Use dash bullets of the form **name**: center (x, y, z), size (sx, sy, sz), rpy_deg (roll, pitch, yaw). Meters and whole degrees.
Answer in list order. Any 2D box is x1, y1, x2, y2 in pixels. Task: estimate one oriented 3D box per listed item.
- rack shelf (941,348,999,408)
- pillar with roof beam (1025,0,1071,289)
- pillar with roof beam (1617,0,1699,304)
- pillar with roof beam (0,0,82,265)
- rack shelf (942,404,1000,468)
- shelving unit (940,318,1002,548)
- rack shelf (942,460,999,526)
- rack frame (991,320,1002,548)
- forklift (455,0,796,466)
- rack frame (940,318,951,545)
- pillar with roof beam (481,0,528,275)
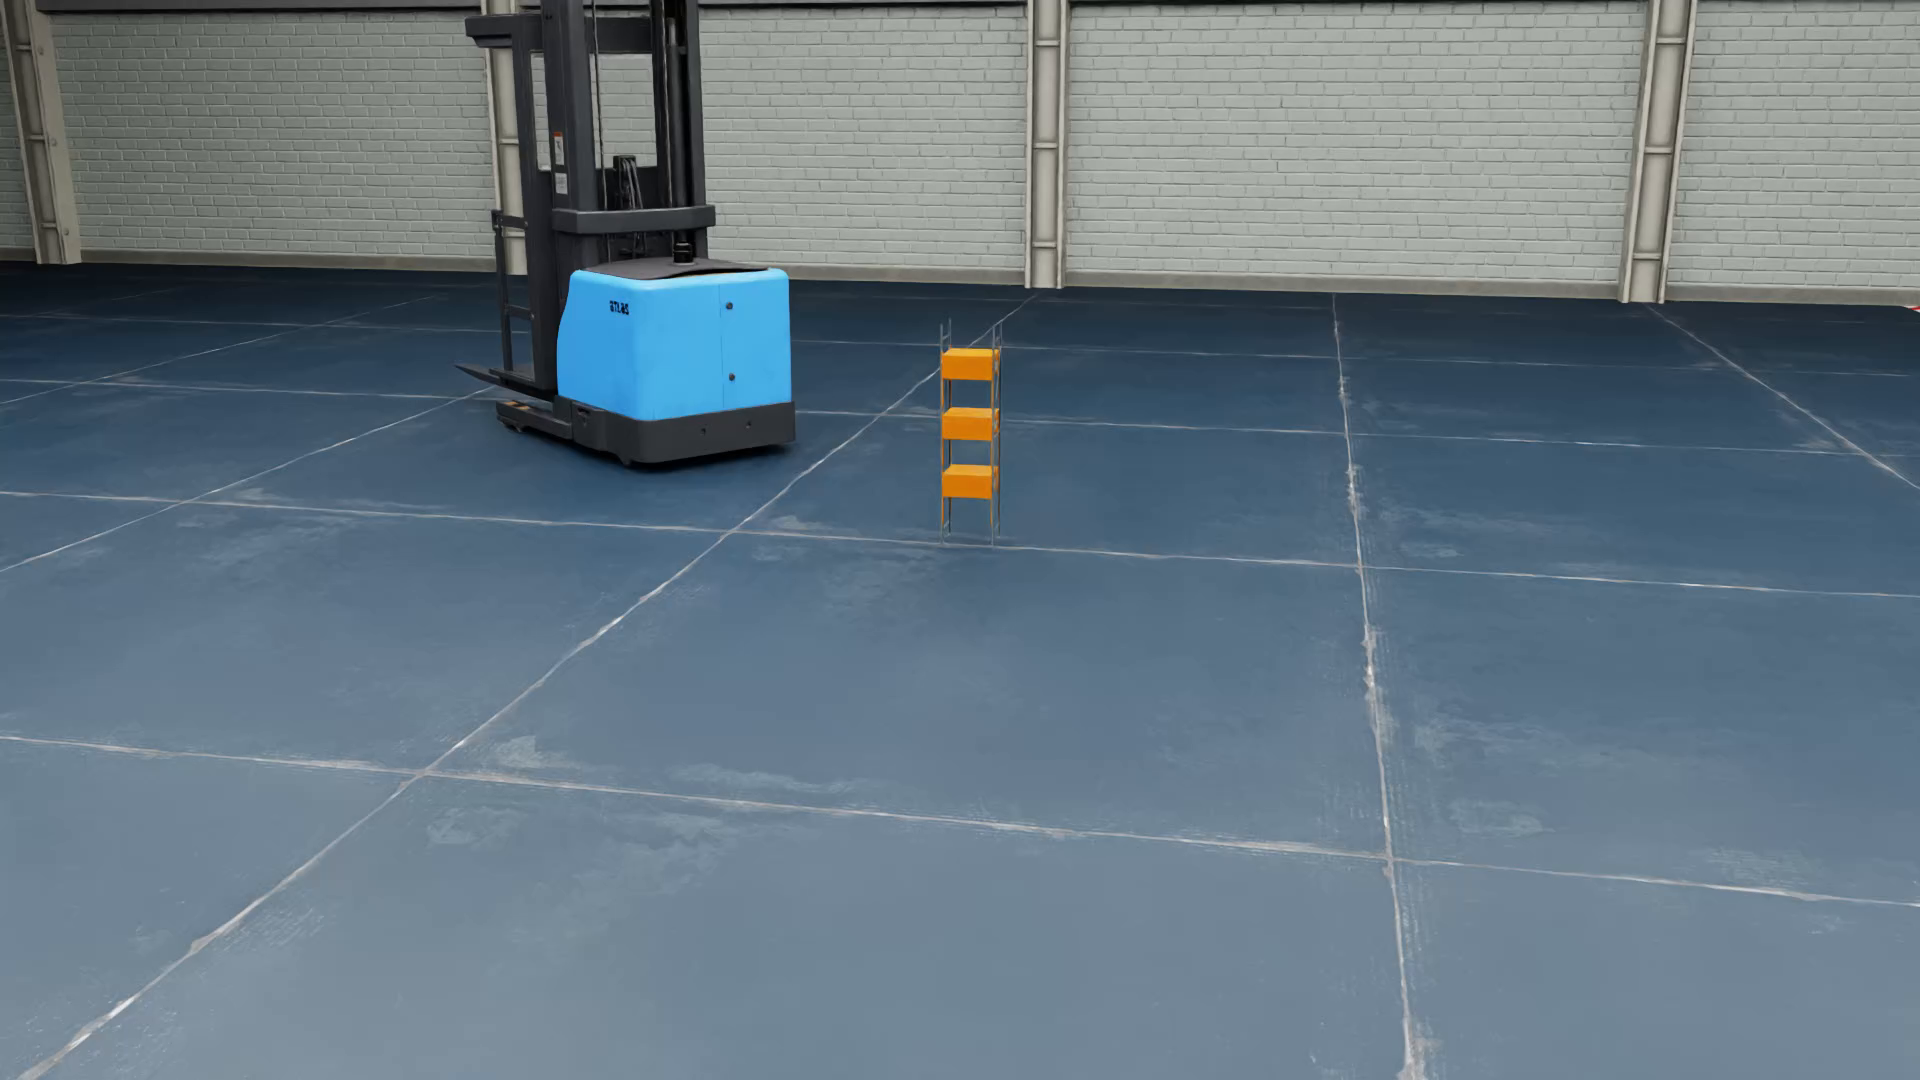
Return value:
- **rack shelf**: center (0.052, -0.766, 7.769), size (0.240, 0.259, 0.215), rpy_deg (3, 16, 11)
- **pillar with roof beam**: center (0.052, -5.914, 12.484), size (0.400, 9.000, 9.100), rpy_deg (3, 16, 11)
- **pillar with roof beam**: center (5.932, -5.595, 11.332), size (0.400, 9.000, 9.100), rpy_deg (3, 16, 11)
- **pillar with roof beam**: center (-11.707, -6.552, 14.789), size (0.400, 9.000, 9.100), rpy_deg (3, 16, 11)
- **rack shelf**: center (0.052, -0.493, 7.844), size (0.240, 0.259, 0.215), rpy_deg (3, 16, 11)
- **shelving unit**: center (0.052, -0.503, 7.842), size (0.252, 1.050, 0.215), rpy_deg (3, 16, 11)
- **rack shelf**: center (0.052, -0.225, 7.919), size (0.240, 0.259, 0.215), rpy_deg (3, 16, 11)
- **rack frame**: center (0.172, -0.497, 7.818), size (0.008, 1.050, 0.200), rpy_deg (3, 16, 11)
- **forklift**: center (-2.298, -2.163, 10.309), size (1.130, 2.935, 3.031), rpy_deg (-12, 20, -38)
- **rack frame**: center (-0.067, -0.510, 7.865), size (0.008, 1.050, 0.200), rpy_deg (3, 16, 11)
- **pillar with roof beam**: center (-5.827, -6.233, 13.637), size (0.400, 9.000, 9.100), rpy_deg (3, 16, 11)
